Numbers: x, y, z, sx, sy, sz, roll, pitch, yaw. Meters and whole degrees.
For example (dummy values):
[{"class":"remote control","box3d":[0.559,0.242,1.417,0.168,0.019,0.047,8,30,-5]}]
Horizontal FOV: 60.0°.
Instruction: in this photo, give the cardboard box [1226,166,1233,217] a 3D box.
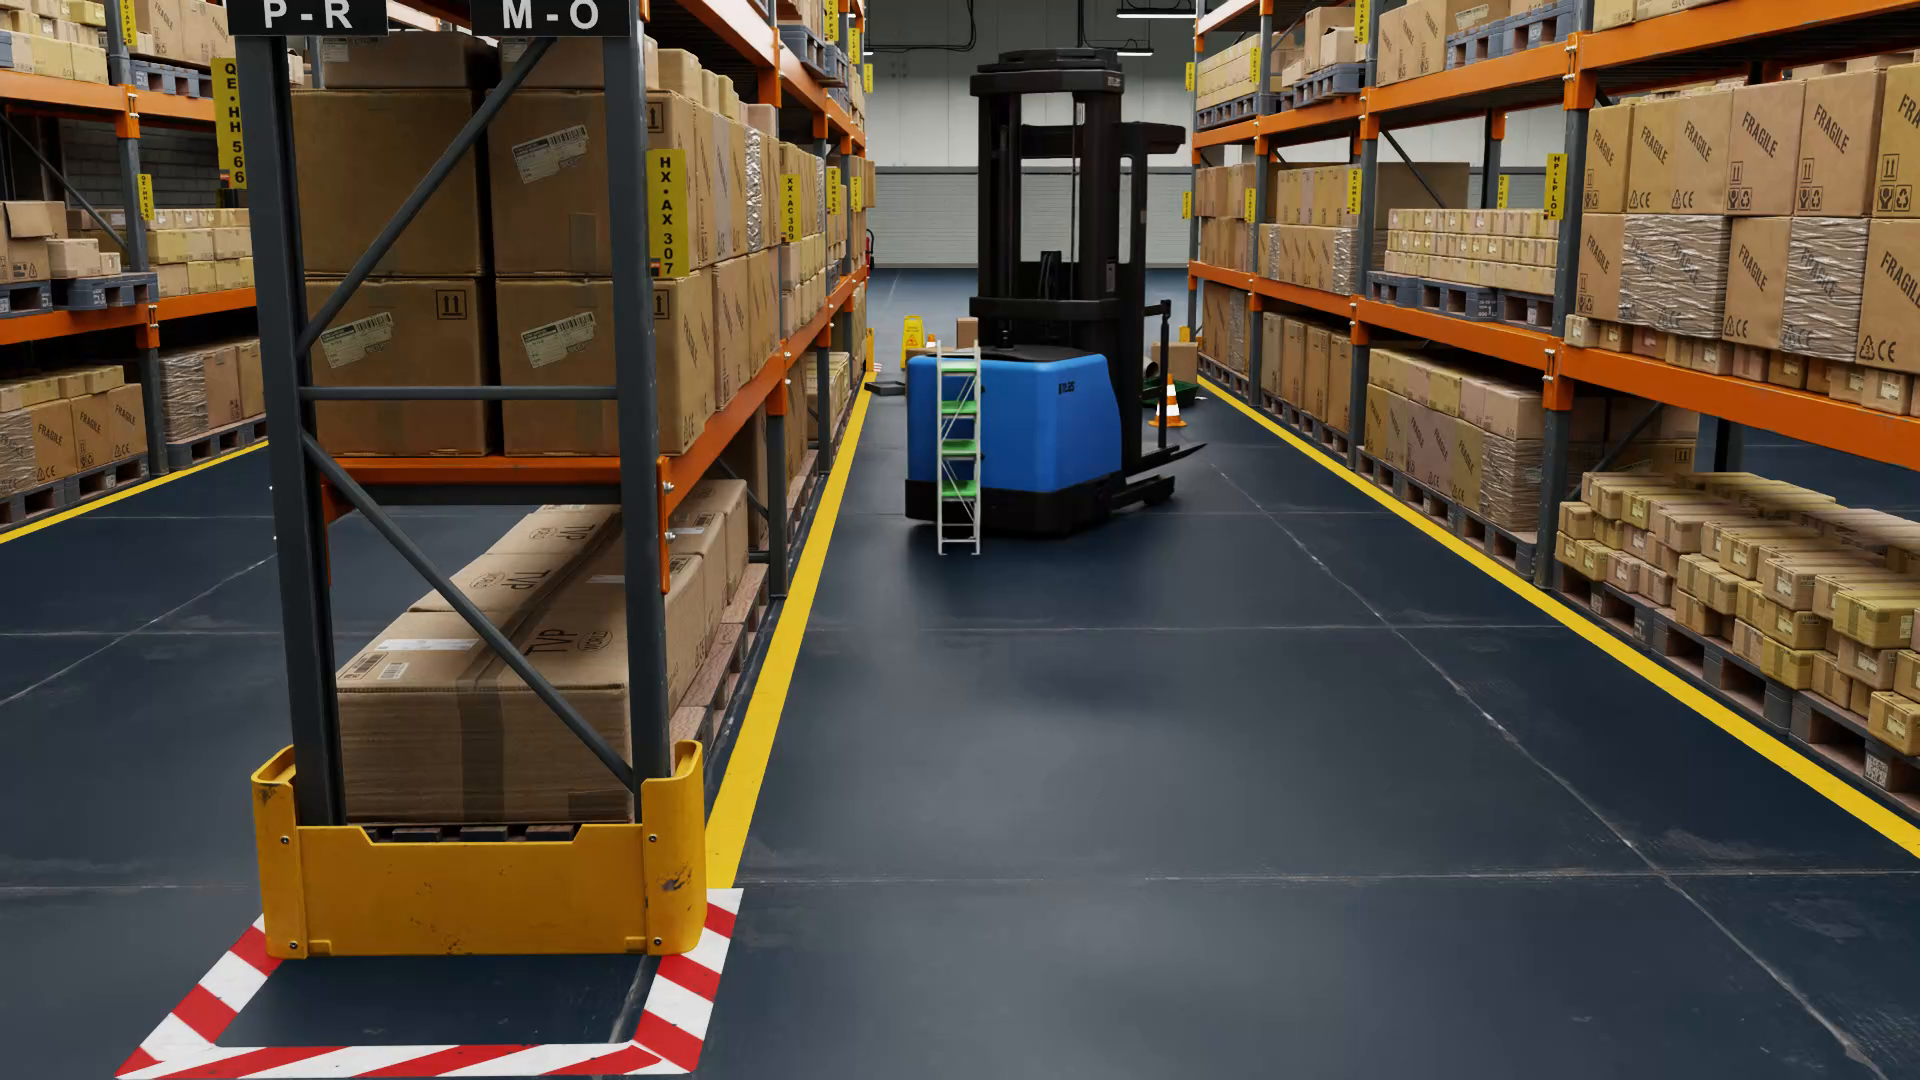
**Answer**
[{"class":"cardboard box","box3d":[3.395,-3.805,18.175,0.875,0.550,0.500,0,11,-1]}]

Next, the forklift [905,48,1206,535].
[{"class":"forklift","box3d":[0.821,-1.718,11.154,1.130,2.935,3.031,6,13,29]}]

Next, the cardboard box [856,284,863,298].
[{"class":"cardboard box","box3d":[-1.283,-2.771,18.517,0.380,0.149,0.250,0,11,1]}]

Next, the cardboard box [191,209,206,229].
[{"class":"cardboard box","box3d":[-6.206,-2.537,13.137,0.380,0.149,0.250,0,11,-1]}]

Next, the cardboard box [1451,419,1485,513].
[{"class":"cardboard box","box3d":[3.277,-0.445,9.938,0.500,0.500,0.500,-1,11,-2]}]

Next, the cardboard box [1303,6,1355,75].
[{"class":"cardboard box","box3d":[3.156,-4.129,13.765,0.500,0.500,0.500,0,11,-1]}]

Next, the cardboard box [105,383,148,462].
[{"class":"cardboard box","box3d":[-6.214,-0.847,11.921,0.500,0.500,0.500,0,11,0]}]

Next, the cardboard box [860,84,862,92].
[{"class":"cardboard box","box3d":[-1.339,-5.233,19.389,0.380,0.149,0.250,0,11,-1]}]

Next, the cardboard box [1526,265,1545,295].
[{"class":"cardboard box","box3d":[3.342,-1.428,9.131,0.380,0.149,0.250,0,11,-1]}]

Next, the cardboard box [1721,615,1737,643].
[{"class":"cardboard box","box3d":[3.390,0.359,6.861,0.380,0.149,0.250,0,11,0]}]

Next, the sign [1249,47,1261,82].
[{"class":"sign","box3d":[2.834,-4.566,15.977,0.100,0.325,0.005,0,11,-1]}]

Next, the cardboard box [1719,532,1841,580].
[{"class":"cardboard box","box3d":[3.361,0.064,6.818,0.380,0.149,0.250,0,11,-1]}]

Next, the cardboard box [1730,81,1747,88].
[{"class":"cardboard box","box3d":[8.048,-4.565,16.846,0.380,0.149,0.250,-1,11,-4]}]

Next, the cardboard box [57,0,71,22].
[{"class":"cardboard box","box3d":[-6.235,-3.567,11.181,0.380,0.149,0.250,-1,11,-3]}]

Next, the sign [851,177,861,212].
[{"class":"sign","box3d":[-1.003,-3.336,16.047,0.100,0.325,0.005,0,11,-1]}]

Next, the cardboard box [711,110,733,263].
[{"class":"cardboard box","box3d":[-1.071,-1.221,5.767,0.500,0.500,0.500,0,11,-2]}]

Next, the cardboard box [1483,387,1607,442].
[{"class":"cardboard box","box3d":[3.286,-0.711,9.365,0.500,0.250,0.500,-1,11,-3]}]

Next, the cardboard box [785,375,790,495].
[{"class":"cardboard box","box3d":[-1.512,-0.643,9.969,0.875,0.875,0.875,0,11,0]}]

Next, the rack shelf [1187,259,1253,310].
[{"class":"rack shelf","box3d":[3.347,-2.851,18.378,1.077,0.370,4.000,0,11,-1]}]

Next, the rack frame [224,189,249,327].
[{"class":"rack frame","box3d":[-6.521,-2.745,16.044,1.000,3.000,0.127,0,11,-1]}]

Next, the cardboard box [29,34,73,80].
[{"class":"cardboard box","box3d":[-6.174,-3.145,10.851,0.500,0.250,0.500,0,11,-1]}]

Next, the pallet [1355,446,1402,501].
[{"class":"pallet","box3d":[3.486,-0.489,11.939,1.003,0.211,1.213,0,11,-1]}]

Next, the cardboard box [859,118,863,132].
[{"class":"cardboard box","box3d":[-1.316,-4.789,19.207,0.380,0.149,0.250,0,11,-1]}]

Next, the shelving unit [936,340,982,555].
[{"class":"shelving unit","box3d":[-0.011,-0.550,9.754,0.258,1.200,0.503,0,11,-1]}]

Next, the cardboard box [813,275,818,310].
[{"class":"cardboard box","box3d":[-1.185,-1.596,10.759,0.500,0.250,0.500,0,11,-2]}]

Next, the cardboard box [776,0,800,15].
[{"class":"cardboard box","box3d":[-1.121,-3.077,8.829,0.500,0.500,0.500,0,11,-2]}]

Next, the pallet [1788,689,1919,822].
[{"class":"pallet","box3d":[3.654,0.769,5.738,1.003,0.211,1.213,0,11,-1]}]

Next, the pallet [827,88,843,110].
[{"class":"pallet","box3d":[-1.627,-3.815,14.245,1.213,0.211,1.003,0,11,-1]}]

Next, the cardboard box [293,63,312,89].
[{"class":"cardboard box","box3d":[-6.294,-4.592,16.523,0.500,0.311,0.500,0,11,0]}]

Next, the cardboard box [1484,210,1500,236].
[{"class":"cardboard box","box3d":[3.334,-1.875,9.837,0.380,0.149,0.250,-1,11,-3]}]

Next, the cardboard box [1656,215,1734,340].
[{"class":"cardboard box","box3d":[3.304,-1.113,7.000,0.500,0.500,0.500,0,11,-2]}]

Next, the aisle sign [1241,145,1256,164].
[{"class":"aisle sign","box3d":[3.605,-4.891,20.083,0.394,0.787,0.004,0,11,-1]}]

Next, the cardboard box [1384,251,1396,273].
[{"class":"cardboard box","box3d":[3.279,-2.004,11.968,0.380,0.149,0.250,0,11,-2]}]

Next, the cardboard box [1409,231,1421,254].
[{"class":"cardboard box","box3d":[3.297,-2.036,11.377,0.380,0.149,0.250,-1,11,-3]}]

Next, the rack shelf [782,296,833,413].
[{"class":"rack shelf","box3d":[-1.434,-1.221,10.340,1.077,0.370,4.000,0,11,-1]}]

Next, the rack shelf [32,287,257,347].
[{"class":"rack shelf","box3d":[-6.479,-1.995,14.155,1.077,0.370,4.000,0,11,-1]}]

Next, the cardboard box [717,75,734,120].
[{"class":"cardboard box","box3d":[-1.031,-1.617,6.090,0.380,0.149,0.250,-1,11,-3]}]

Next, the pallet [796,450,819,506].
[{"class":"pallet","box3d":[-1.535,-0.447,11.732,1.003,0.211,1.213,0,11,-1]}]

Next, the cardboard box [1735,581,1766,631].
[{"class":"cardboard box","box3d":[3.318,0.264,6.580,0.380,0.149,0.250,0,11,2]}]

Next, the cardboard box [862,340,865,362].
[{"class":"cardboard box","box3d":[-1.352,-2.157,19.004,0.500,0.250,0.500,0,11,-1]}]

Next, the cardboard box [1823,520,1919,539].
[{"class":"cardboard box","box3d":[3.922,0.012,7.071,0.380,0.149,0.250,-1,11,-3]}]

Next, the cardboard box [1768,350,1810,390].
[{"class":"cardboard box","box3d":[3.387,-0.670,6.451,0.380,0.149,0.250,0,11,0]}]

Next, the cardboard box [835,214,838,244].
[{"class":"cardboard box","box3d":[-1.291,-2.770,14.114,0.500,0.500,0.500,-1,11,-3]}]

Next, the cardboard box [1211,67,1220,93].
[{"class":"cardboard box","box3d":[3.082,-5.100,18.432,0.500,0.250,0.500,0,11,-2]}]

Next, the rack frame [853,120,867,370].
[{"class":"rack frame","box3d":[-1.641,-3.561,20.067,1.000,3.000,0.127,0,11,-1]}]

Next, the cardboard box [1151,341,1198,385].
[{"class":"cardboard box","box3d":[2.331,-1.887,18.096,0.500,0.500,0.500,2,12,9]}]

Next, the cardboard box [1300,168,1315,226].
[{"class":"cardboard box","box3d":[3.428,-3.044,14.752,0.700,0.500,0.500,0,11,-1]}]

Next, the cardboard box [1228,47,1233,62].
[{"class":"cardboard box","box3d":[3.037,-5.121,17.531,0.380,0.149,0.250,0,11,-2]}]

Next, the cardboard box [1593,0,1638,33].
[{"class":"cardboard box","box3d":[3.300,-2.519,7.766,0.500,0.250,0.500,0,11,2]}]

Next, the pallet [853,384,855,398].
[{"class":"pallet","box3d":[-1.607,-1.533,17.082,1.003,0.211,1.213,0,11,-1]}]

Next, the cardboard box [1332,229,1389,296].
[{"class":"cardboard box","box3d":[3.194,-2.149,12.854,0.500,0.500,0.500,0,11,-1]}]

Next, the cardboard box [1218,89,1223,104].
[{"class":"cardboard box","box3d":[3.025,-4.832,18.113,0.380,0.149,0.250,0,11,-1]}]

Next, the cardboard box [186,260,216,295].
[{"class":"cardboard box","box3d":[-6.208,-2.065,13.072,0.500,0.250,0.500,0,11,-2]}]
